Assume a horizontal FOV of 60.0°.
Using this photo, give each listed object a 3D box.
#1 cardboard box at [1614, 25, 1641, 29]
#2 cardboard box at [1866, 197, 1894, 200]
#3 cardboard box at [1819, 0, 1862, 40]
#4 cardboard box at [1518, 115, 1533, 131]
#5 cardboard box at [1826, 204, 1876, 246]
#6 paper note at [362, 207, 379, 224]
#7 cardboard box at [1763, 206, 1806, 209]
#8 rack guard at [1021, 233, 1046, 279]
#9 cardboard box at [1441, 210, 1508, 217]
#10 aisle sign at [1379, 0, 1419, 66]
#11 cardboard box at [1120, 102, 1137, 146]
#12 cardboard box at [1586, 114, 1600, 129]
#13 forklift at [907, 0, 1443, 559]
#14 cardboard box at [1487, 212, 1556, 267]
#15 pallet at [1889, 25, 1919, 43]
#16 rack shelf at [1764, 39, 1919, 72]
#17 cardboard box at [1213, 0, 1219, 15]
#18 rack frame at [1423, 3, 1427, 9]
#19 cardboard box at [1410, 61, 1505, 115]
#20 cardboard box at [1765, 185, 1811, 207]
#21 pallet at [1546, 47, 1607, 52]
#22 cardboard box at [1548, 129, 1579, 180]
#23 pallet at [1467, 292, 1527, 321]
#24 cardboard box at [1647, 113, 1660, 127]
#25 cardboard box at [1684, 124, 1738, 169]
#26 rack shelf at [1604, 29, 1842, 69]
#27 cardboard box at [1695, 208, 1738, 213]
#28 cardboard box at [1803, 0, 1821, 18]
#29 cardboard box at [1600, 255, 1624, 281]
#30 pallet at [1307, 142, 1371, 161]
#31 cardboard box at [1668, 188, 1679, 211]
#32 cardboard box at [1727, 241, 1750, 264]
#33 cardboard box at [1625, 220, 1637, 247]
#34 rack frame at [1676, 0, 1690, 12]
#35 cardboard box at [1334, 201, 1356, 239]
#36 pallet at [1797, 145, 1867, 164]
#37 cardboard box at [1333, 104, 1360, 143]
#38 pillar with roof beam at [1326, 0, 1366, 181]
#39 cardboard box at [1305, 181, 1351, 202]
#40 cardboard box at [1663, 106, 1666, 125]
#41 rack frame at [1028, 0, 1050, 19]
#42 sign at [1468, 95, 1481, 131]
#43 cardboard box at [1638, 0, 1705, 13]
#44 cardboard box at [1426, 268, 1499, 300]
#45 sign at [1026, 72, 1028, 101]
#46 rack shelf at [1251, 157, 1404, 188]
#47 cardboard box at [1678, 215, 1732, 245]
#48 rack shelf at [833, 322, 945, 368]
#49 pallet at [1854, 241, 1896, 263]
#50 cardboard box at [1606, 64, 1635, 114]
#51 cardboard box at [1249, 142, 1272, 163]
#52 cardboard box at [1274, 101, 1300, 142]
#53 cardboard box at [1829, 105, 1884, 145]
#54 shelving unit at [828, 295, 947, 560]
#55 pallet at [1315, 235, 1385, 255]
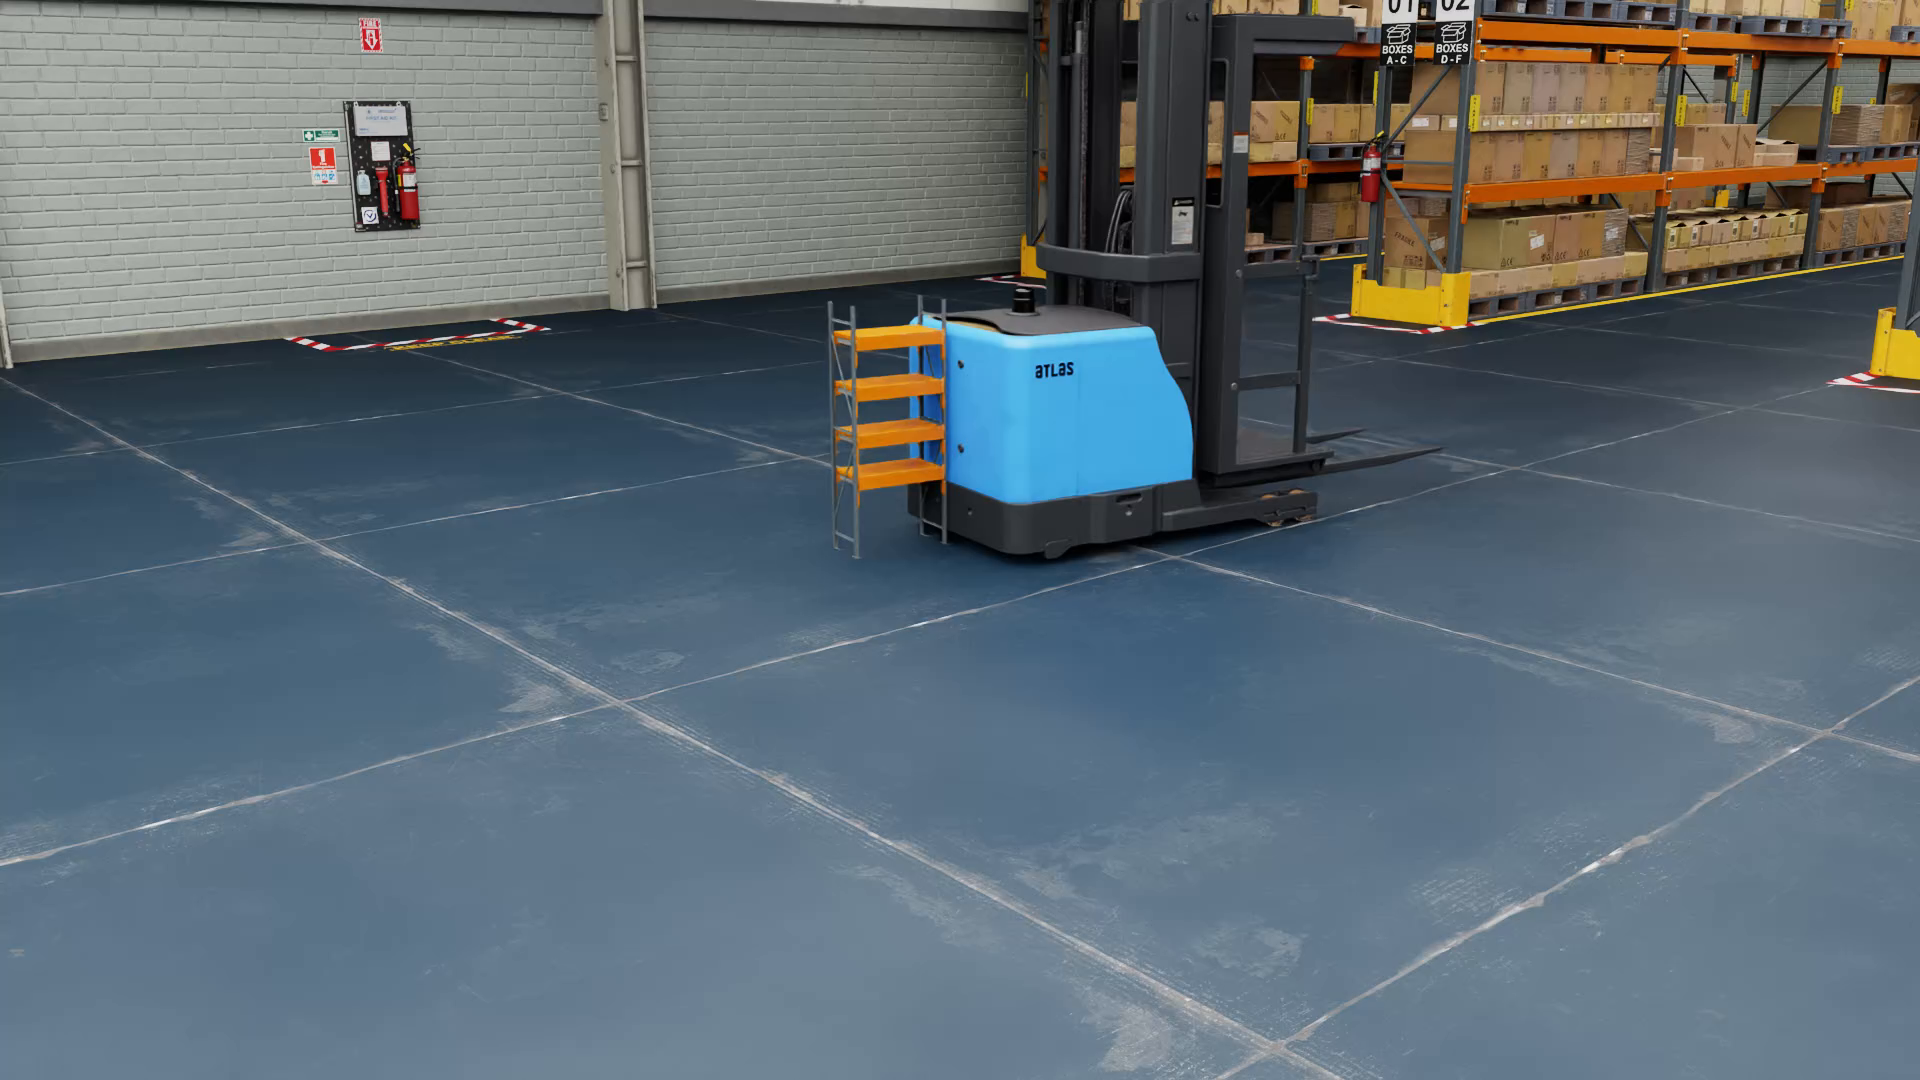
[{"bbox_3d":[10.920,-8.315,27.036,0.500,0.250,0.500,-13,20,-40],"label":"cardboard box"},{"bbox_3d":[12.955,-4.628,23.754,0.500,0.500,0.500,-14,20,-42],"label":"cardboard box"},{"bbox_3d":[10.770,-6.558,20.981,0.500,0.500,0.910,-13,19,-39],"label":"cardboard box"},{"bbox_3d":[5.443,-4.140,16.487,0.250,0.149,0.380,-13,20,-40],"label":"cardboard box"},{"bbox_3d":[11.766,-4.180,22.077,0.500,0.500,0.500,-13,20,-40],"label":"cardboard box"},{"bbox_3d":[-5.461,-3.005,15.396,0.142,0.148,0.016,-13,19,-39],"label":"paper note"},{"bbox_3d":[11.014,-4.189,22.110,0.500,0.500,0.500,-12,19,-37],"label":"cardboard box"},{"bbox_3d":[1.230,-3.393,19.985,0.348,0.500,1.175,-13,19,-39],"label":"rack guard"},{"bbox_3d":[5.381,-3.182,17.412,0.500,0.500,0.500,-13,19,-39],"label":"cardboard box"},{"bbox_3d":[4.185,-4.926,15.844,0.004,0.787,0.394,-13,19,-39],"label":"aisle sign"},{"bbox_3d":[1.730,-4.910,19.618,0.500,0.500,0.500,-13,19,-39],"label":"cardboard box"},{"bbox_3d":[6.422,-4.361,17.314,0.250,0.149,0.380,-12,19,-38],"label":"cardboard box"},{"bbox_3d":[1.255,-1.589,8.521,3.031,2.935,1.130,-9,17,-31],"label":"forklift"},{"bbox_3d":[5.723,-3.081,17.033,0.500,0.500,0.500,-13,19,-39],"label":"cardboard box"},{"bbox_3d":[12.162,-6.743,22.232,1.003,0.211,1.213,-13,19,-39],"label":"pallet"},{"bbox_3d":[11.971,-6.420,22.054,4.000,0.370,1.077,-13,19,-39],"label":"rack shelf"},{"bbox_3d":[2.797,-6.371,20.244,0.500,0.500,0.500,-11,19,-36],"label":"cardboard box"},{"bbox_3d":[7.208,-8.842,23.914,0.127,3.000,1.000,-13,19,-39],"label":"rack frame"},{"bbox_3d":[4.828,-4.385,16.147,0.500,0.500,0.700,-13,19,-39],"label":"cardboard box"},{"bbox_3d":[11.054,-4.561,22.052,0.500,0.250,0.500,-12,19,-37],"label":"cardboard box"},{"bbox_3d":[9.566,-7.813,26.245,1.217,0.209,0.805,-14,20,-42],"label":"pallet"},{"bbox_3d":[5.954,-4.012,17.264,0.500,0.500,0.700,-12,19,-38],"label":"cardboard box"},{"bbox_3d":[4.977,-2.415,16.882,1.213,0.211,1.003,-13,19,-39],"label":"pallet"},{"bbox_3d":[7.381,-4.576,18.118,0.250,0.149,0.380,-13,20,-39],"label":"cardboard box"},{"bbox_3d":[8.810,-4.651,19.657,0.500,0.500,0.500,-13,19,-39],"label":"cardboard box"},{"bbox_3d":[8.954,-5.743,19.518,4.000,0.370,1.077,-13,19,-39],"label":"rack shelf"},{"bbox_3d":[9.484,-4.003,20.851,0.500,0.311,0.500,-13,20,-41],"label":"cardboard box"},{"bbox_3d":[10.157,-6.472,20.330,0.500,0.250,0.500,14,21,43],"label":"cardboard box"},{"bbox_3d":[6.855,-2.973,18.081,0.500,0.250,0.500,-13,19,-39],"label":"cardboard box"},{"bbox_3d":[4.862,-5.274,22.555,1.213,0.211,1.003,-13,19,-39],"label":"pallet"},{"bbox_3d":[12.024,-5.986,28.877,0.500,0.500,0.700,-13,20,-41],"label":"cardboard box"},{"bbox_3d":[9.072,-3.457,19.895,0.500,0.250,0.500,-12,19,-38],"label":"cardboard box"},{"bbox_3d":[7.562,-3.572,19.237,0.500,0.311,0.500,-13,19,-39],"label":"cardboard box"},{"bbox_3d":[7.445,-7.200,17.769,0.127,3.000,1.000,-13,19,-39],"label":"rack frame"},{"bbox_3d":[5.092,-4.496,23.260,0.500,0.500,0.700,-13,20,-40],"label":"cardboard box"},{"bbox_3d":[10.928,-5.015,21.586,1.003,0.211,1.213,-13,19,-39],"label":"pallet"},{"bbox_3d":[5.023,-5.700,22.729,0.500,0.500,0.700,-10,18,-34],"label":"cardboard box"},{"bbox_3d":[8.485,-7.952,20.582,0.400,9.000,9.100,-13,19,-39],"label":"pillar with roof beam"},{"bbox_3d":[5.065,-4.836,23.081,0.500,0.250,0.500,-13,20,-41],"label":"cardboard box"},{"bbox_3d":[11.742,-7.102,28.446,0.700,0.700,0.980,-14,20,-42],"label":"cardboard box"},{"bbox_3d":[1.173,-7.487,18.840,0.127,3.000,1.000,-13,19,-39],"label":"rack frame"},{"bbox_3d":[4.787,-3.972,15.476,0.005,0.325,0.100,-13,19,-39],"label":"sign"},{"bbox_3d":[7.916,-5.984,18.505,0.500,0.250,0.500,-10,18,-34],"label":"cardboard box"},{"bbox_3d":[4.978,-2.546,16.485,0.500,0.250,0.500,-13,19,-39],"label":"cardboard box"},{"bbox_3d":[0.824,-5.412,19.842,0.005,0.325,0.100,-13,19,-39],"label":"sign"},{"bbox_3d":[5.699,-5.257,23.513,4.000,0.370,1.077,-13,19,-39],"label":"rack shelf"},{"bbox_3d":[8.691,-3.641,19.495,0.500,0.311,0.500,-14,20,-41],"label":"cardboard box"},{"bbox_3d":[-0.341,-0.925,7.867,0.480,0.148,0.258,-9,17,-31],"label":"rack shelf"},{"bbox_3d":[11.970,-3.957,22.656,1.213,0.211,1.003,-13,19,-39],"label":"pallet"},{"bbox_3d":[6.734,-4.815,17.756,0.500,0.500,0.700,-13,20,-39],"label":"cardboard box"},{"bbox_3d":[3.651,-4.981,21.337,0.500,0.250,0.500,-13,19,-39],"label":"cardboard box"},{"bbox_3d":[4.037,-5.425,21.546,0.500,0.500,0.500,-13,20,-39],"label":"cardboard box"},{"bbox_3d":[11.679,-5.477,21.936,0.500,0.500,0.700,-9,17,-29],"label":"cardboard box"},{"bbox_3d":[-0.341,-0.546,7.968,0.503,1.200,0.258,-9,17,-31],"label":"shelving unit"},{"bbox_3d":[5.698,-4.259,23.784,1.213,0.211,1.003,-13,19,-39],"label":"pallet"}]
